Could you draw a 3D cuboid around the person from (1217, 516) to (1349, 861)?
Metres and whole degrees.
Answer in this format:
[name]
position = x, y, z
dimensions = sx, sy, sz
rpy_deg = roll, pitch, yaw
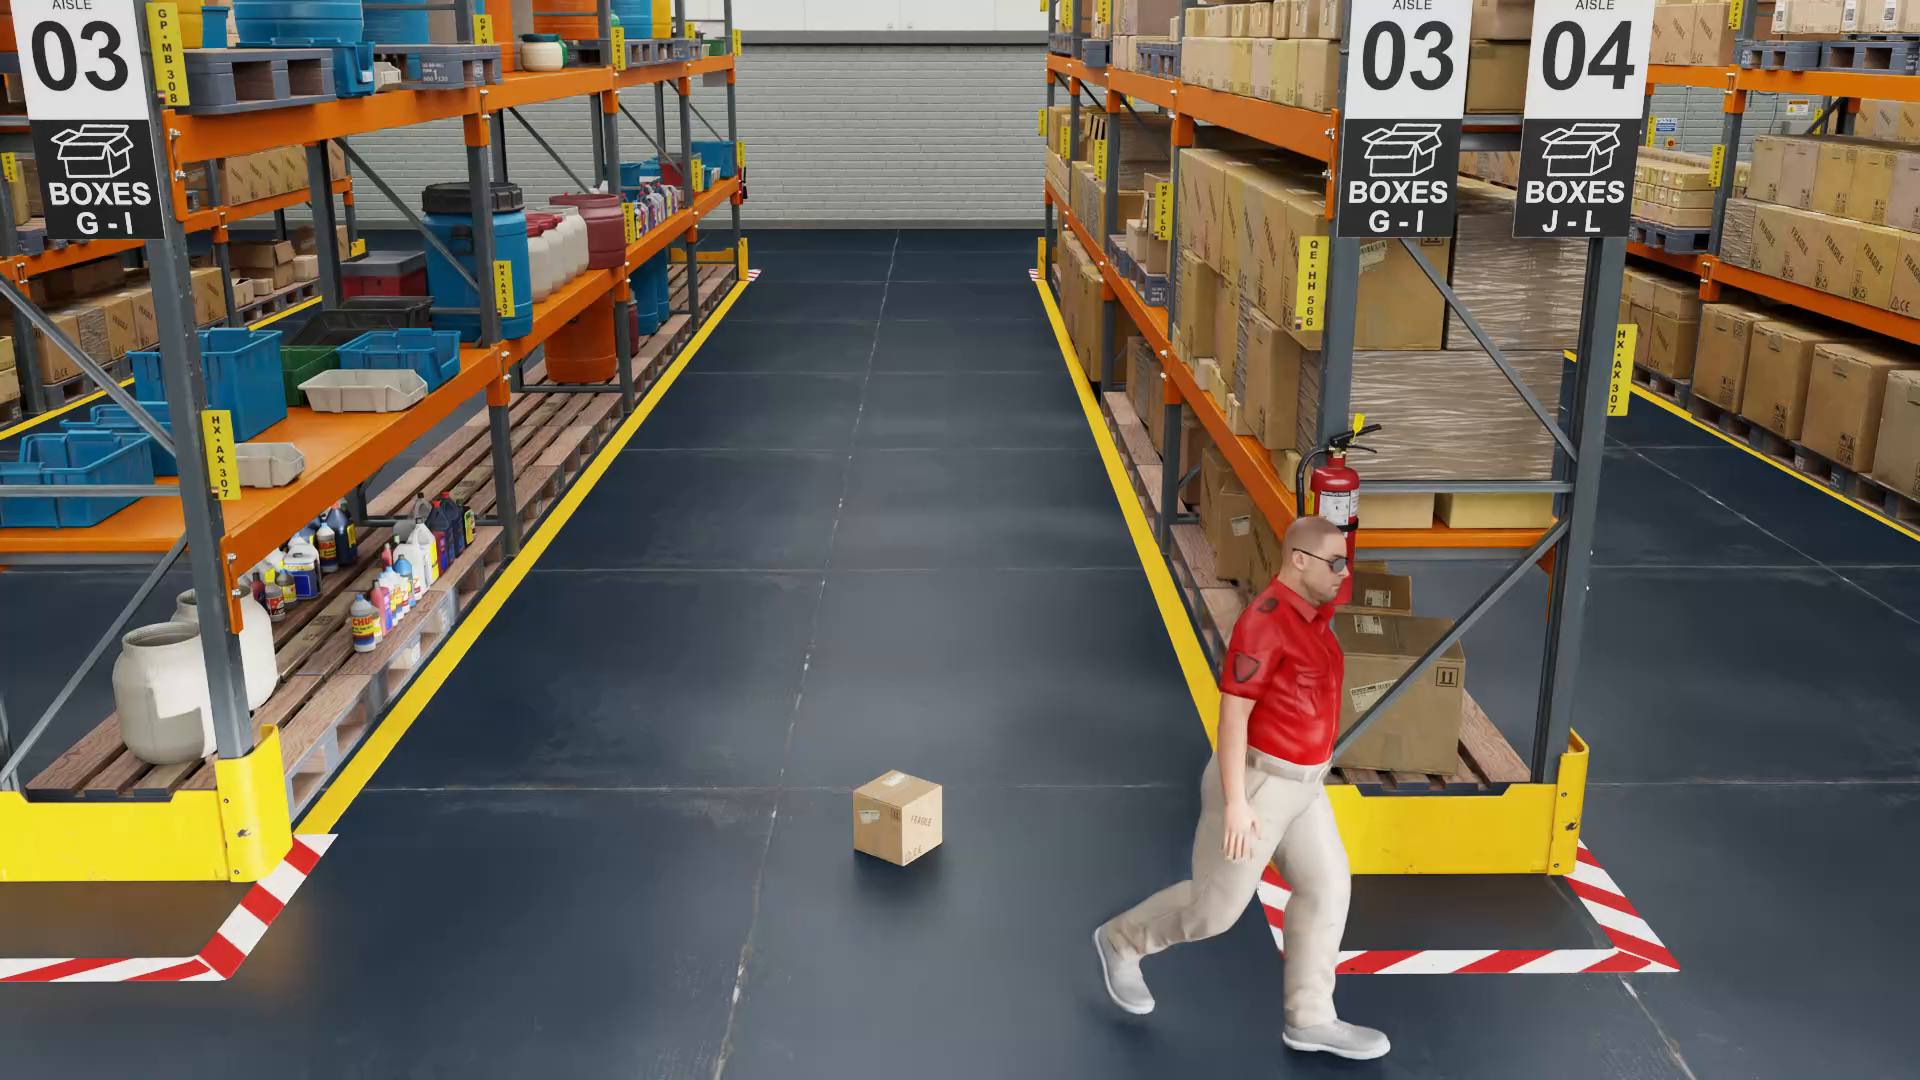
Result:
[person]
position = 0.986, 0.463, 5.030
dimensions = 0.314, 1.058, 0.632
rpy_deg = 9, 19, 28
